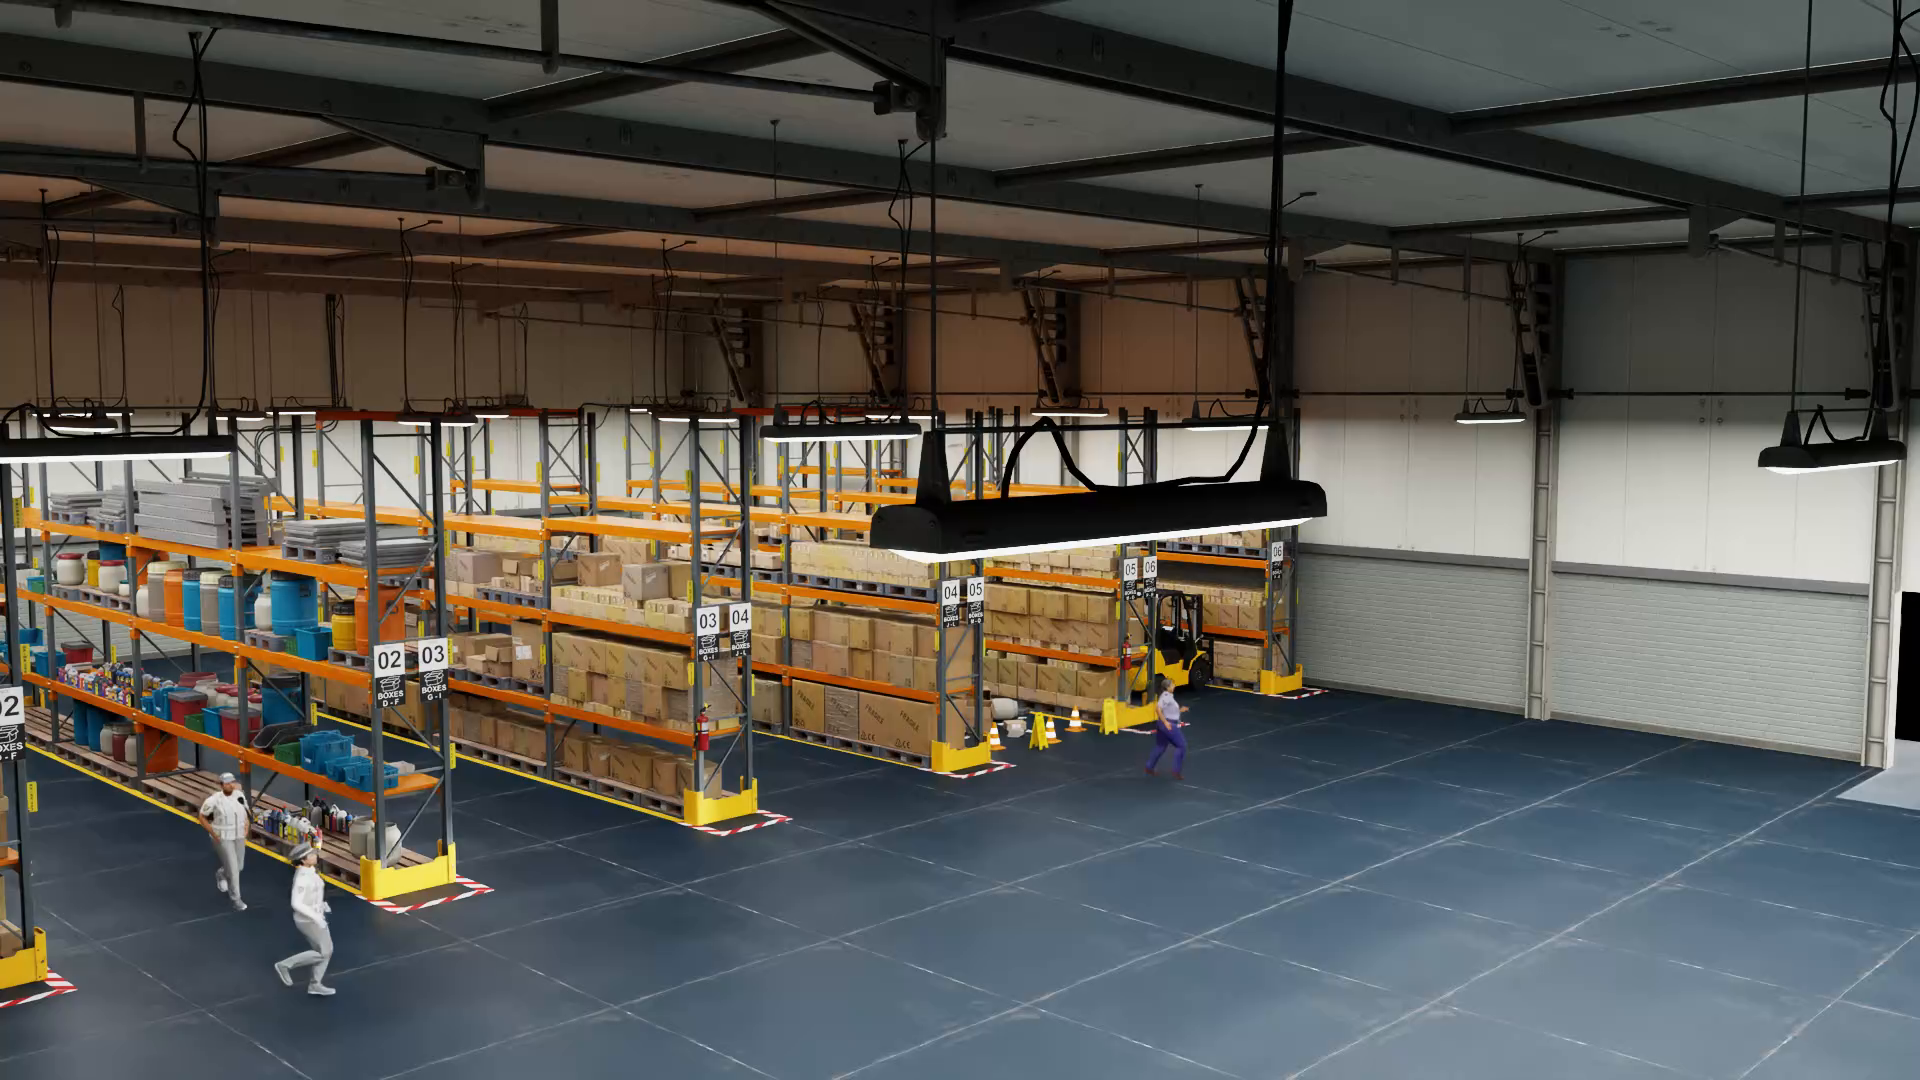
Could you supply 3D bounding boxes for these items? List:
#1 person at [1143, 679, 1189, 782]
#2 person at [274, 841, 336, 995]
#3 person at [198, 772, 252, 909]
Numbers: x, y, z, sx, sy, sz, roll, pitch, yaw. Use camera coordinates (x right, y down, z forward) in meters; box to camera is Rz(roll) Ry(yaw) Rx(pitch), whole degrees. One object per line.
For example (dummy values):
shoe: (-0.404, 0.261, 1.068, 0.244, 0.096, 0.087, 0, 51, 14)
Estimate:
person: (3.380, 3.119, 27.156, 0.748, 1.708, 0.579, -1, 5, -9)
person: (-6.884, 3.974, 17.441, 0.586, 1.662, 0.623, -2, 5, -18)
person: (-9.079, 3.696, 20.611, 0.765, 1.667, 0.600, 4, 6, 36)
